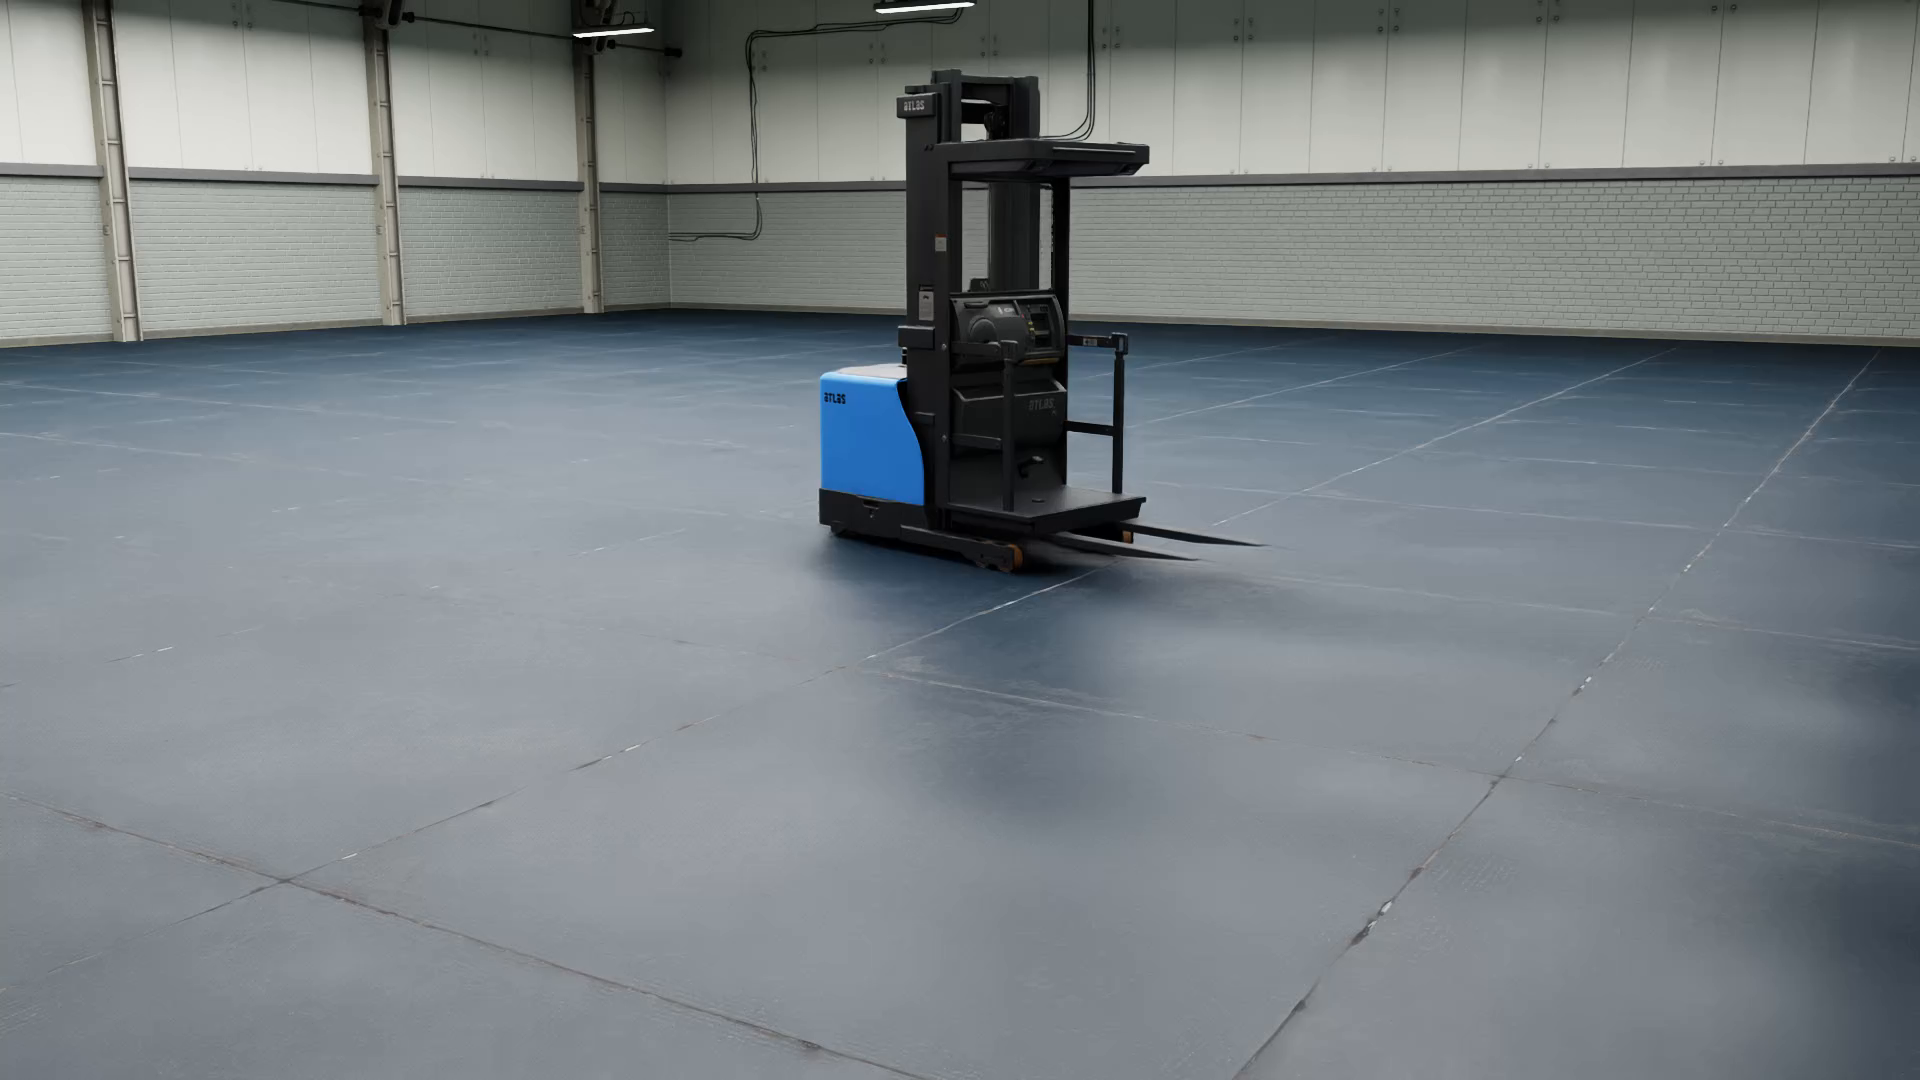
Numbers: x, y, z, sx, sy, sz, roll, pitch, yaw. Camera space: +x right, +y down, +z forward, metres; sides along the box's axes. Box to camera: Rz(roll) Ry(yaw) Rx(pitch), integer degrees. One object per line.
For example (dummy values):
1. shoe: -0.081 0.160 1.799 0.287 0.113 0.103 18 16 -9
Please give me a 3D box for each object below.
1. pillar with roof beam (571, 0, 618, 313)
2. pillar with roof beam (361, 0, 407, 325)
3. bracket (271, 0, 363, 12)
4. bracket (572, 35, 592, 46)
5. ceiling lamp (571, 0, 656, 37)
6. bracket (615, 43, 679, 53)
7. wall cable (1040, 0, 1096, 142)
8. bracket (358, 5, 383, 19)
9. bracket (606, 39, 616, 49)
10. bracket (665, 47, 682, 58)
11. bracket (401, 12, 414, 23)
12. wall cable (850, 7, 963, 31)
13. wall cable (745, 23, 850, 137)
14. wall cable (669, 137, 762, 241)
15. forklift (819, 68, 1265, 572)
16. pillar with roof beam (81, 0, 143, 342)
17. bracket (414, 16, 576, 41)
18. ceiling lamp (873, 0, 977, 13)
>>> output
1. pillar with roof beam: -5.191 -9.517 37.247 9.100 9.000 0.548 6 12 31
2. pillar with roof beam: -8.306 -8.573 32.207 9.100 9.000 0.548 6 12 31
3. bracket: -13.235 -10.249 31.378 0.076 0.066 4.783 6 12 31
4. bracket: -8.783 -11.598 38.583 0.235 0.232 0.430 6 12 31
5. ceiling lamp: -6.818 -11.736 33.237 2.000 3.185 0.800 6 12 31
6. bracket: -7.428 -12.008 40.775 0.076 0.066 3.189 6 12 31
7. wall cable: 1.895 -11.027 36.073 2.305 6.003 0.169 6 12 31
8. bracket: -11.898 -10.654 33.543 0.235 0.232 0.430 6 12 31
9. bracket: -8.352 -11.728 39.281 0.235 0.232 0.430 6 12 31
10. bracket: -7.121 -12.101 41.271 0.235 0.232 0.430 6 12 31
11. bracket: -11.467 -10.785 34.240 0.235 0.232 0.430 6 12 31
12. wall cable: -1.254 -12.903 37.687 3.097 2.526 0.112 6 12 31
13. wall cable: -3.899 -10.963 39.685 3.097 2.526 0.112 6 12 31
14. wall cable: -6.211 -8.739 41.530 3.097 2.526 0.112 6 12 31
15. forklift: 0.453 -1.356 10.145 1.130 2.935 3.031 -10 15 -43
16. pillar with roof beam: -11.421 -7.629 27.167 9.100 9.000 0.400 6 12 31
17. bracket: -10.120 -11.193 36.419 0.076 0.066 4.783 6 12 31
18. ceiling lamp: -0.502 -11.030 29.466 2.000 3.185 0.800 6 12 31
